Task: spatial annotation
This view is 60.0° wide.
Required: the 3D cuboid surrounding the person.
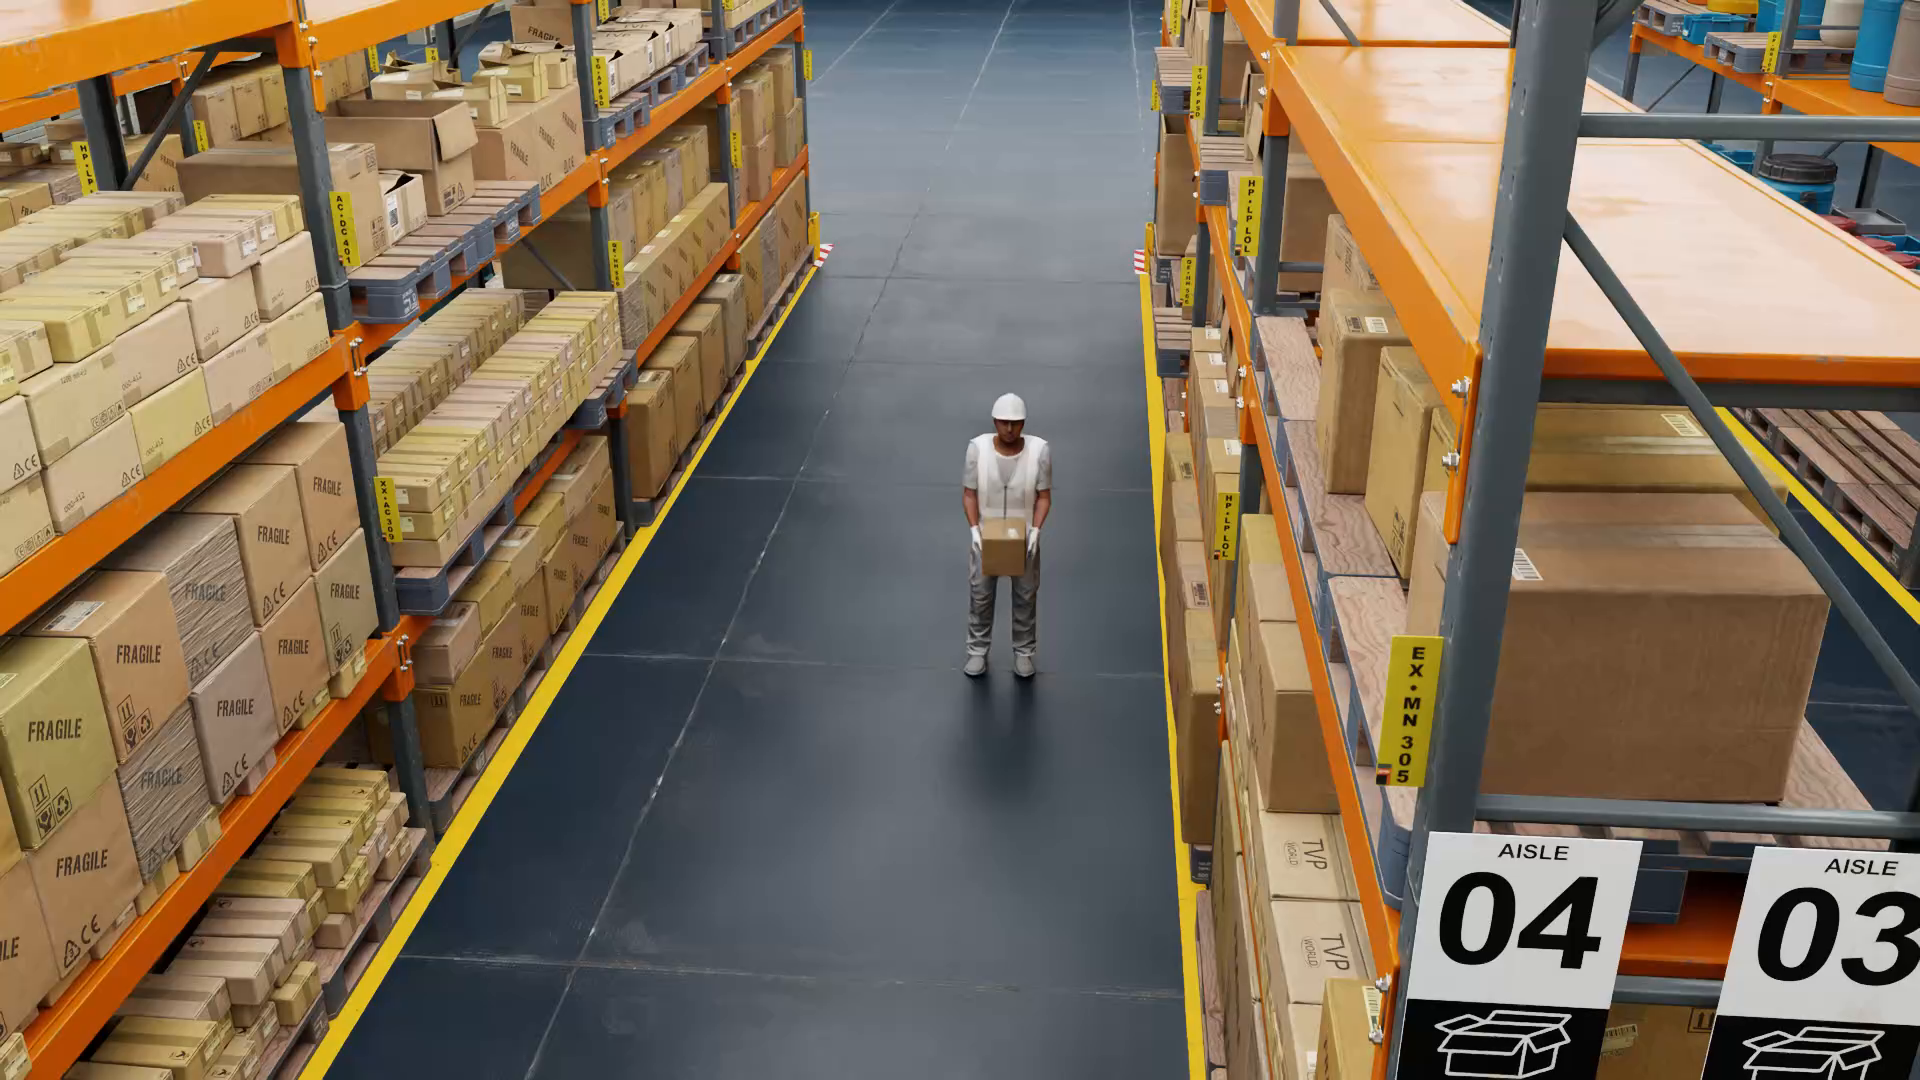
[{"bbox_3d":[0.278,-0.006,9.996,0.542,1.789,0.520,2,24,3],"label":"person"}]
